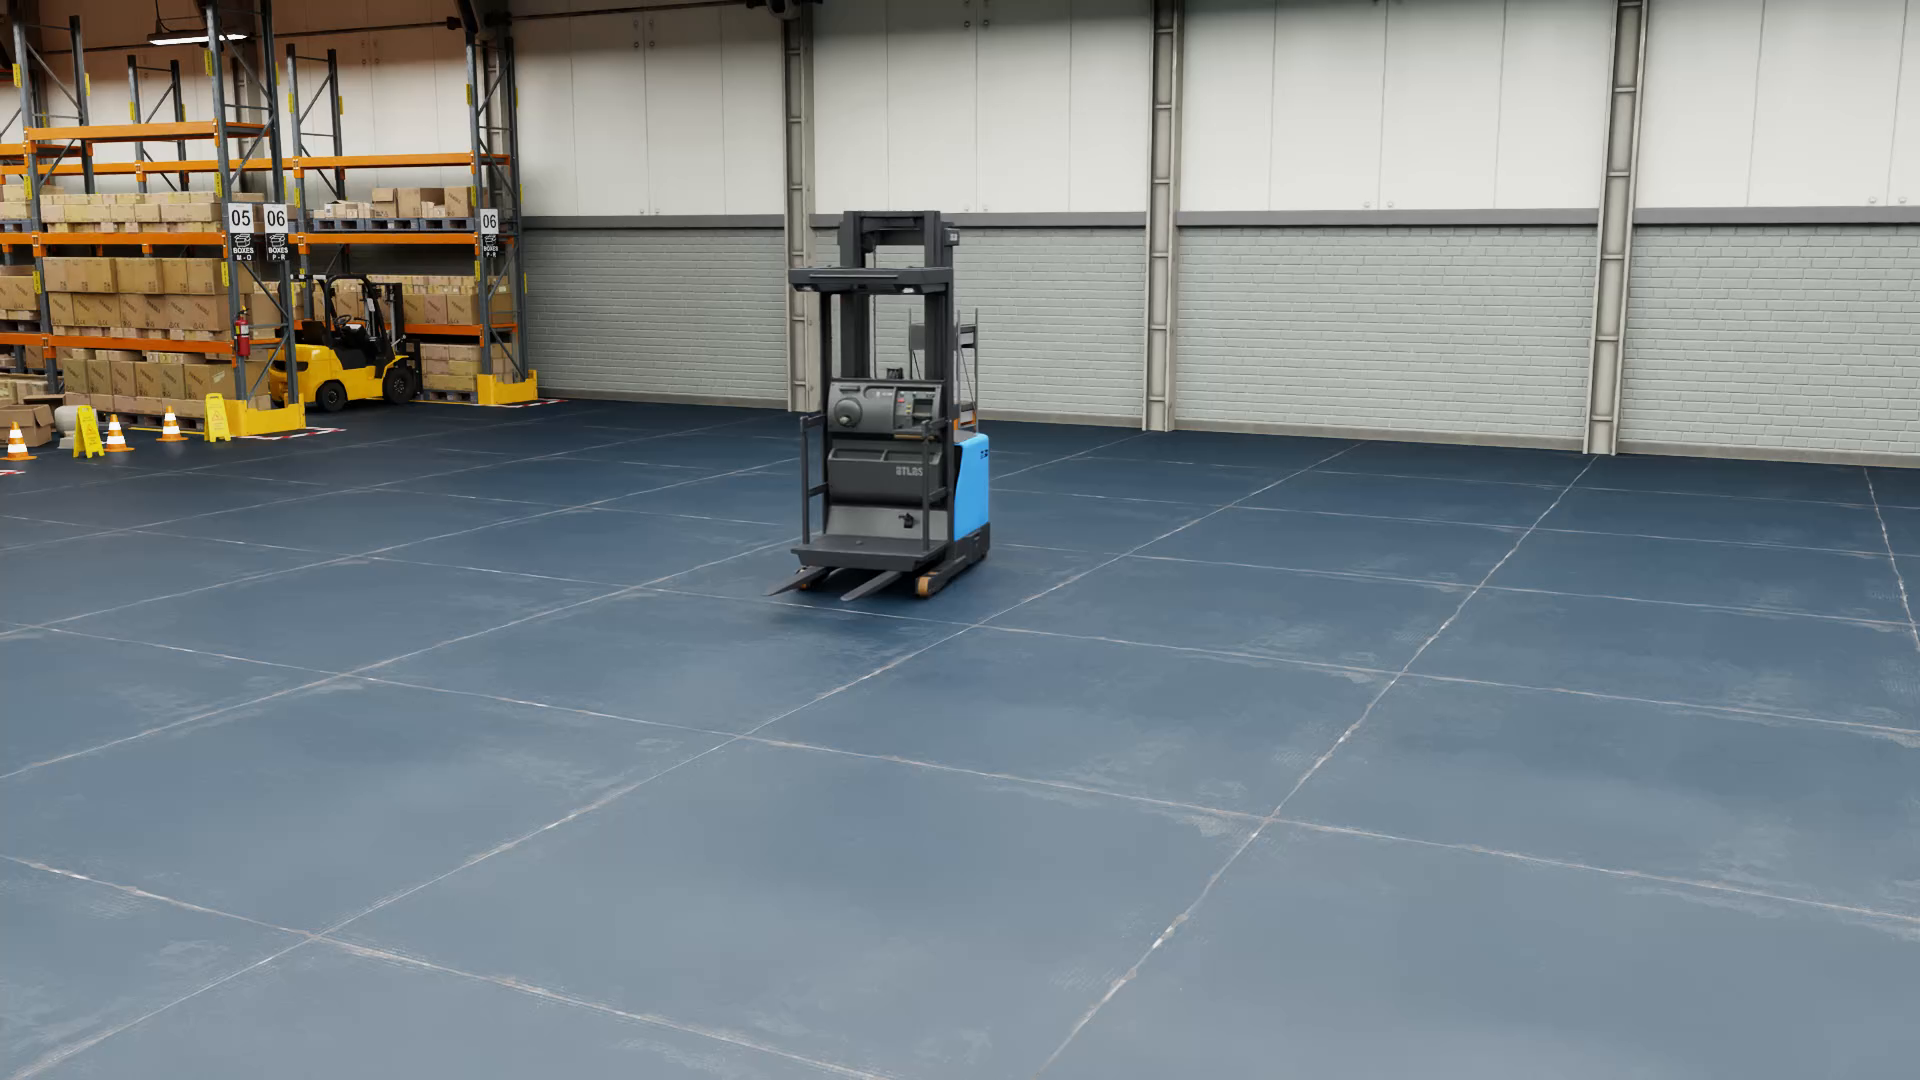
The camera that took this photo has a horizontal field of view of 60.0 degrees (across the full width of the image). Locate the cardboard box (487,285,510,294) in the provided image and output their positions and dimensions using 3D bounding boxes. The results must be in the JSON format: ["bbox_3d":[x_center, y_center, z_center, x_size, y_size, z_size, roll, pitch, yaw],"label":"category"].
[{"bbox_3d":[-7.856,-4.254,28.208,0.250,0.149,0.380,5,11,24],"label":"cardboard box"}]

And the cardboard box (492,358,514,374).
[{"bbox_3d":[-7.996,-2.987,28.449,0.500,0.250,0.500,5,12,27],"label":"cardboard box"}]

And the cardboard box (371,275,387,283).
[{"bbox_3d":[-9.909,-4.486,28.655,0.250,0.149,0.380,5,11,26],"label":"cardboard box"}]

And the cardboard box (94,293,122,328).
[{"bbox_3d":[-12.270,-3.378,24.357,0.500,0.500,0.500,5,11,25],"label":"cardboard box"}]

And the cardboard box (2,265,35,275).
[{"bbox_3d":[-14.732,-4.223,26.027,0.250,0.149,0.380,6,12,29],"label":"cardboard box"}]

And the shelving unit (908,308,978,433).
[{"bbox_3d":[-0.148,-1.046,15.115,0.503,2.100,0.431,5,11,26],"label":"shelving unit"}]

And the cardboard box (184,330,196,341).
[{"bbox_3d":[-10.786,-2.922,23.656,0.250,0.149,0.380,5,11,25],"label":"cardboard box"}]

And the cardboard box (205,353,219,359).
[{"bbox_3d":[-13.698,-3.384,30.995,0.625,0.625,0.875,5,12,28],"label":"cardboard box"}]

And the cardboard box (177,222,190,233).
[{"bbox_3d":[-10.764,-4.401,23.406,0.250,0.149,0.380,5,12,28],"label":"cardboard box"}]

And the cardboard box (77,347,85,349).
[{"bbox_3d":[-16.704,-3.543,32.224,0.500,0.500,0.500,5,11,24],"label":"cardboard box"}]

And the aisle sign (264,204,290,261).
[{"bbox_3d":[-9.667,-4.348,23.532,0.004,0.787,0.394,5,11,26],"label":"aisle sign"}]

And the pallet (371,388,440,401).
[{"bbox_3d":[-9.461,-2.595,28.975,1.213,0.211,1.003,5,11,26],"label":"pallet"}]

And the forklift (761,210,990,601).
[{"bbox_3d":[-0.656,-1.077,12.949,1.130,2.935,3.031,3,11,17],"label":"forklift"}]

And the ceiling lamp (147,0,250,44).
[{"bbox_3d":[-12.102,-9.595,26.586,2.000,3.185,0.800,5,11,26],"label":"ceiling lamp"}]

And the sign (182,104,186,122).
[{"bbox_3d":[-14.598,-8.026,31.241,0.005,0.325,0.100,5,11,26],"label":"sign"}]

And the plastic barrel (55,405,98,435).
[{"bbox_3d":[-12.382,-1.677,23.309,0.512,0.421,0.421,-4,11,-23],"label":"plastic barrel"}]

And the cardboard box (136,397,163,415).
[{"bbox_3d":[-11.636,-1.981,24.294,0.500,0.250,0.500,5,11,24],"label":"cardboard box"}]

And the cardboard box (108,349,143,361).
[{"bbox_3d":[-12.247,-2.711,24.402,0.250,0.149,0.380,6,12,29],"label":"cardboard box"}]

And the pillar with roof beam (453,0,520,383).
[{"bbox_3d":[-9.797,-6.280,24.664,0.548,9.000,9.100,5,11,26],"label":"pillar with roof beam"}]

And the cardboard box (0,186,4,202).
[{"bbox_3d":[-14.947,-5.296,25.487,0.500,0.250,0.500,5,12,27],"label":"cardboard box"}]

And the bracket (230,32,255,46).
[{"bbox_3d":[-13.058,-9.123,30.261,0.430,0.232,0.235,5,11,26],"label":"bracket"}]

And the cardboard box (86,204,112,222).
[{"bbox_3d":[-12.263,-4.729,24.099,0.500,0.250,0.500,5,11,26],"label":"cardboard box"}]

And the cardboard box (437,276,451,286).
[{"bbox_3d":[-8.562,-4.357,27.945,0.250,0.149,0.380,5,12,27],"label":"cardboard box"}]

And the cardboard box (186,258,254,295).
[{"bbox_3d":[-10.414,-3.717,23.422,0.500,0.500,0.700,5,11,24],"label":"cardboard box"}]

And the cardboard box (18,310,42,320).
[{"bbox_3d":[-14.030,-3.419,25.224,0.250,0.149,0.380,5,11,27],"label":"cardboard box"}]

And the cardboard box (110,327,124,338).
[{"bbox_3d":[-12.163,-3.037,24.295,0.250,0.149,0.380,5,11,26],"label":"cardboard box"}]

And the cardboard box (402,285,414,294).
[{"bbox_3d":[-9.263,-4.265,28.272,0.250,0.149,0.380,5,11,26],"label":"cardboard box"}]

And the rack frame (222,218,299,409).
[{"bbox_3d":[-9.859,-3.024,23.517,0.127,3.000,1.000,5,11,26],"label":"rack frame"}]

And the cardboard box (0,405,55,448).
[{"bbox_3d":[-12.555,-1.530,22.270,0.637,0.503,0.797,-2,11,-14],"label":"cardboard box"}]

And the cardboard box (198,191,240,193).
[{"bbox_3d":[-13.386,-6.052,30.086,0.500,0.500,0.500,5,12,27],"label":"cardboard box"}]

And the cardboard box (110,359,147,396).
[{"bbox_3d":[-12.087,-2.391,24.454,0.500,0.500,0.500,6,12,29],"label":"cardboard box"}]

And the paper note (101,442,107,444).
[{"bbox_3d":[-11.588,-1.320,22.436,0.142,0.019,0.148,1,10,6],"label":"paper note"}]

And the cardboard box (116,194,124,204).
[{"bbox_3d":[-11.878,-4.898,23.913,0.250,0.149,0.380,5,12,27],"label":"cardboard box"}]

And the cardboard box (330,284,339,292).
[{"bbox_3d":[-10.851,-4.413,29.091,0.250,0.149,0.380,5,12,27],"label":"cardboard box"}]

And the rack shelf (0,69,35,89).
[{"bbox_3d":[-20.221,-9.154,33.228,4.000,0.370,1.077,5,11,26],"label":"rack shelf"}]

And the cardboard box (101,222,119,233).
[{"bbox_3d":[-12.158,-4.512,24.023,0.250,0.149,0.380,5,11,25],"label":"cardboard box"}]

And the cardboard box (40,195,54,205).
[{"bbox_3d":[-13.308,-5.007,24.517,0.250,0.149,0.380,5,11,25],"label":"cardboard box"}]

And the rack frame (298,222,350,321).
[{"bbox_3d":[-11.254,-4.132,29.640,0.127,3.000,1.000,5,11,26],"label":"rack frame"}]

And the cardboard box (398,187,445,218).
[{"bbox_3d":[-9.045,-5.691,28.088,0.500,0.500,0.700,5,11,26],"label":"cardboard box"}]

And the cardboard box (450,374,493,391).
[{"bbox_3d":[-8.228,-2.657,28.032,0.500,0.250,0.500,5,11,26],"label":"cardboard box"}]

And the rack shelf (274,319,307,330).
[{"bbox_3d":[-13.047,-3.936,30.575,4.000,0.370,1.077,5,11,26],"label":"rack shelf"}]

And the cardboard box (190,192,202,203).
[{"bbox_3d":[-10.508,-4.775,23.234,0.250,0.149,0.380,5,12,27],"label":"cardboard box"}]

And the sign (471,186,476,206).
[{"bbox_3d":[-7.919,-5.604,27.087,0.005,0.325,0.100,5,11,26],"label":"sign"}]

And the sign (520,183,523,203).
[{"bbox_3d":[-7.415,-5.850,28.034,0.005,0.325,0.100,5,11,26],"label":"sign"}]

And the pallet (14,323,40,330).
[{"bbox_3d":[-15.240,-3.411,26.191,1.213,0.211,1.003,5,11,26],"label":"pallet"}]

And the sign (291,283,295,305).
[{"bbox_3d":[-9.619,-3.537,23.918,0.005,0.325,0.100,5,11,26],"label":"sign"}]

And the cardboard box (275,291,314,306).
[{"bbox_3d":[-11.807,-4.302,29.597,0.500,0.250,0.500,5,11,25],"label":"cardboard box"}]

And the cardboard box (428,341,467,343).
[{"bbox_3d":[-8.907,-3.311,28.835,0.500,0.250,0.500,5,11,25],"label":"cardboard box"}]

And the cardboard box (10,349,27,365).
[{"bbox_3d":[-18.916,-3.736,33.822,0.500,0.311,0.500,5,12,28],"label":"cardboard box"}]

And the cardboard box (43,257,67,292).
[{"bbox_3d":[-13.148,-3.958,24.751,0.500,0.500,0.700,5,11,25],"label":"cardboard box"}]

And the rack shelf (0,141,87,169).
[{"bbox_3d":[-15.240,-5.898,25.694,4.000,0.370,1.077,5,11,26],"label":"rack shelf"}]

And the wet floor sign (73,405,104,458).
[{"bbox_3d":[-11.057,-1.381,21.049,0.232,0.644,0.267,3,11,16],"label":"wet floor sign"}]

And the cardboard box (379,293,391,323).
[{"bbox_3d":[-9.600,-3.984,28.538,0.500,0.500,0.500,5,11,26],"label":"cardboard box"}]
